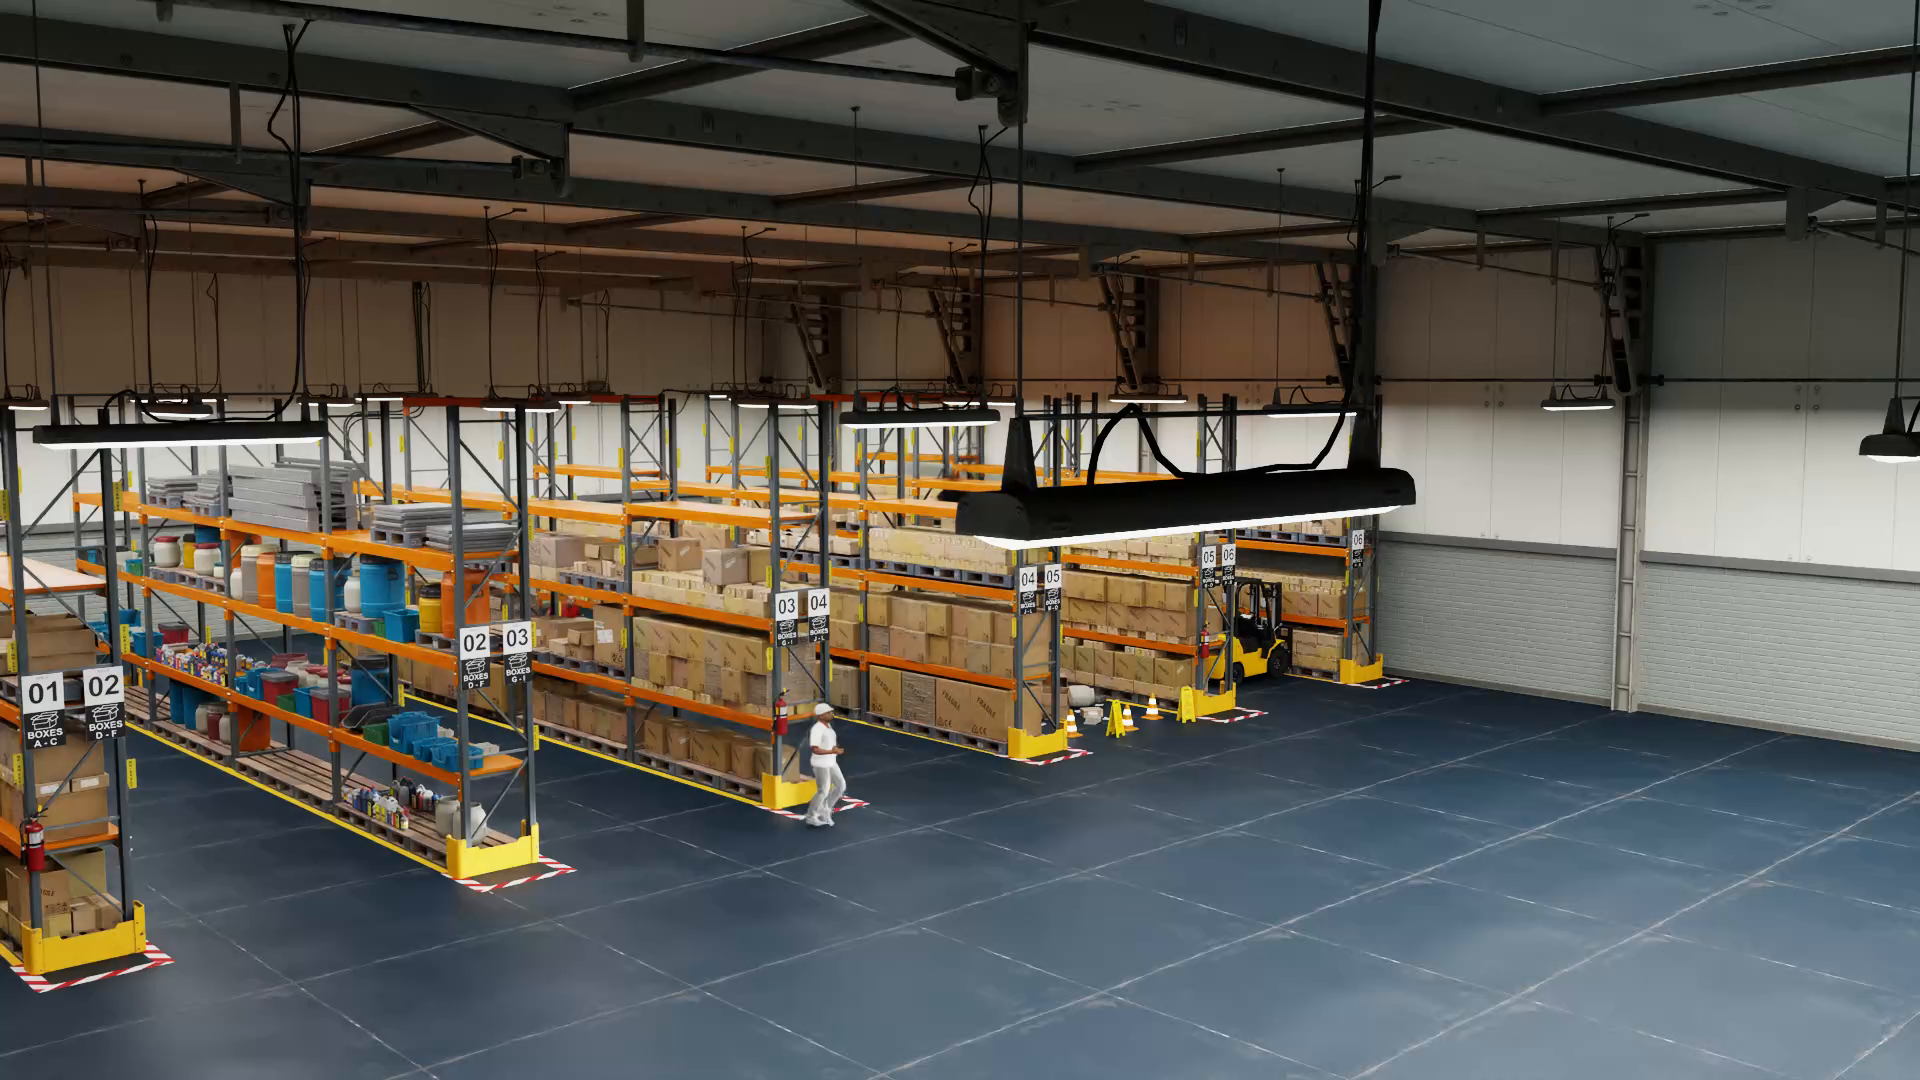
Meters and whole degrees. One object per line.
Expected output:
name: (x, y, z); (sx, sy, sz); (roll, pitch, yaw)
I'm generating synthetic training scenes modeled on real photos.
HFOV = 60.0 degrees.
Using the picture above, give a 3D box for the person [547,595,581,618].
person: (-8.569, 2.005, 36.175); (0.845, 1.648, 0.646); (4, 7, 37)

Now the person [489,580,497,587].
person: (-11.025, 1.762, 38.791); (0.711, 1.684, 0.568); (-1, 6, -9)

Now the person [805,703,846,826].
person: (-1.886, 3.190, 23.519); (0.617, 1.788, 0.694); (1, 6, 13)

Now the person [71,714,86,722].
person: (-13.950, 2.950, 26.254); (0.799, 1.684, 0.624); (5, 8, 44)
